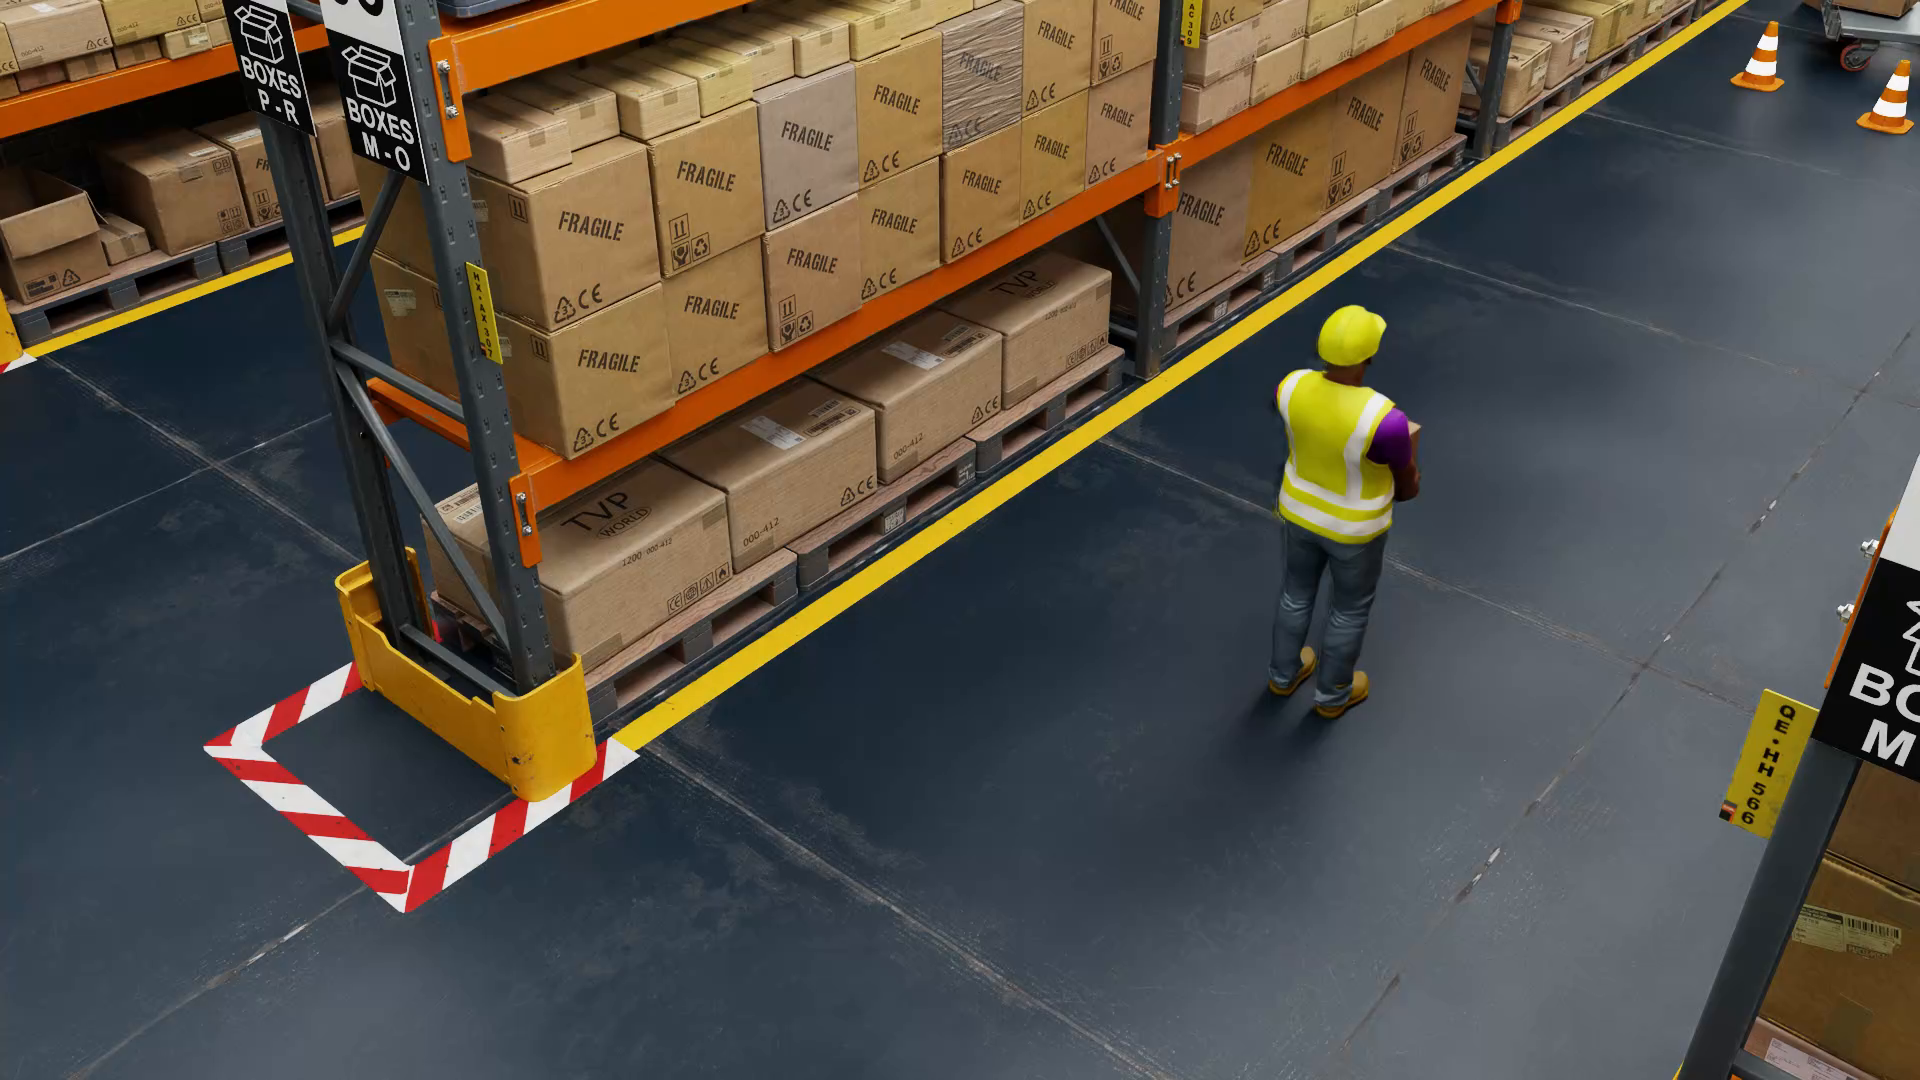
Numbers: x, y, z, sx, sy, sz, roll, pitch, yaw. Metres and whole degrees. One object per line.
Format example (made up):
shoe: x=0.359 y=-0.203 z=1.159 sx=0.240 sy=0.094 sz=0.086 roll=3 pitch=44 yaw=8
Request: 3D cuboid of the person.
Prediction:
person: x=1.466 y=-0.134 z=6.317 sx=0.510 sy=1.767 sz=0.575 roll=27 pitch=43 yaw=33
